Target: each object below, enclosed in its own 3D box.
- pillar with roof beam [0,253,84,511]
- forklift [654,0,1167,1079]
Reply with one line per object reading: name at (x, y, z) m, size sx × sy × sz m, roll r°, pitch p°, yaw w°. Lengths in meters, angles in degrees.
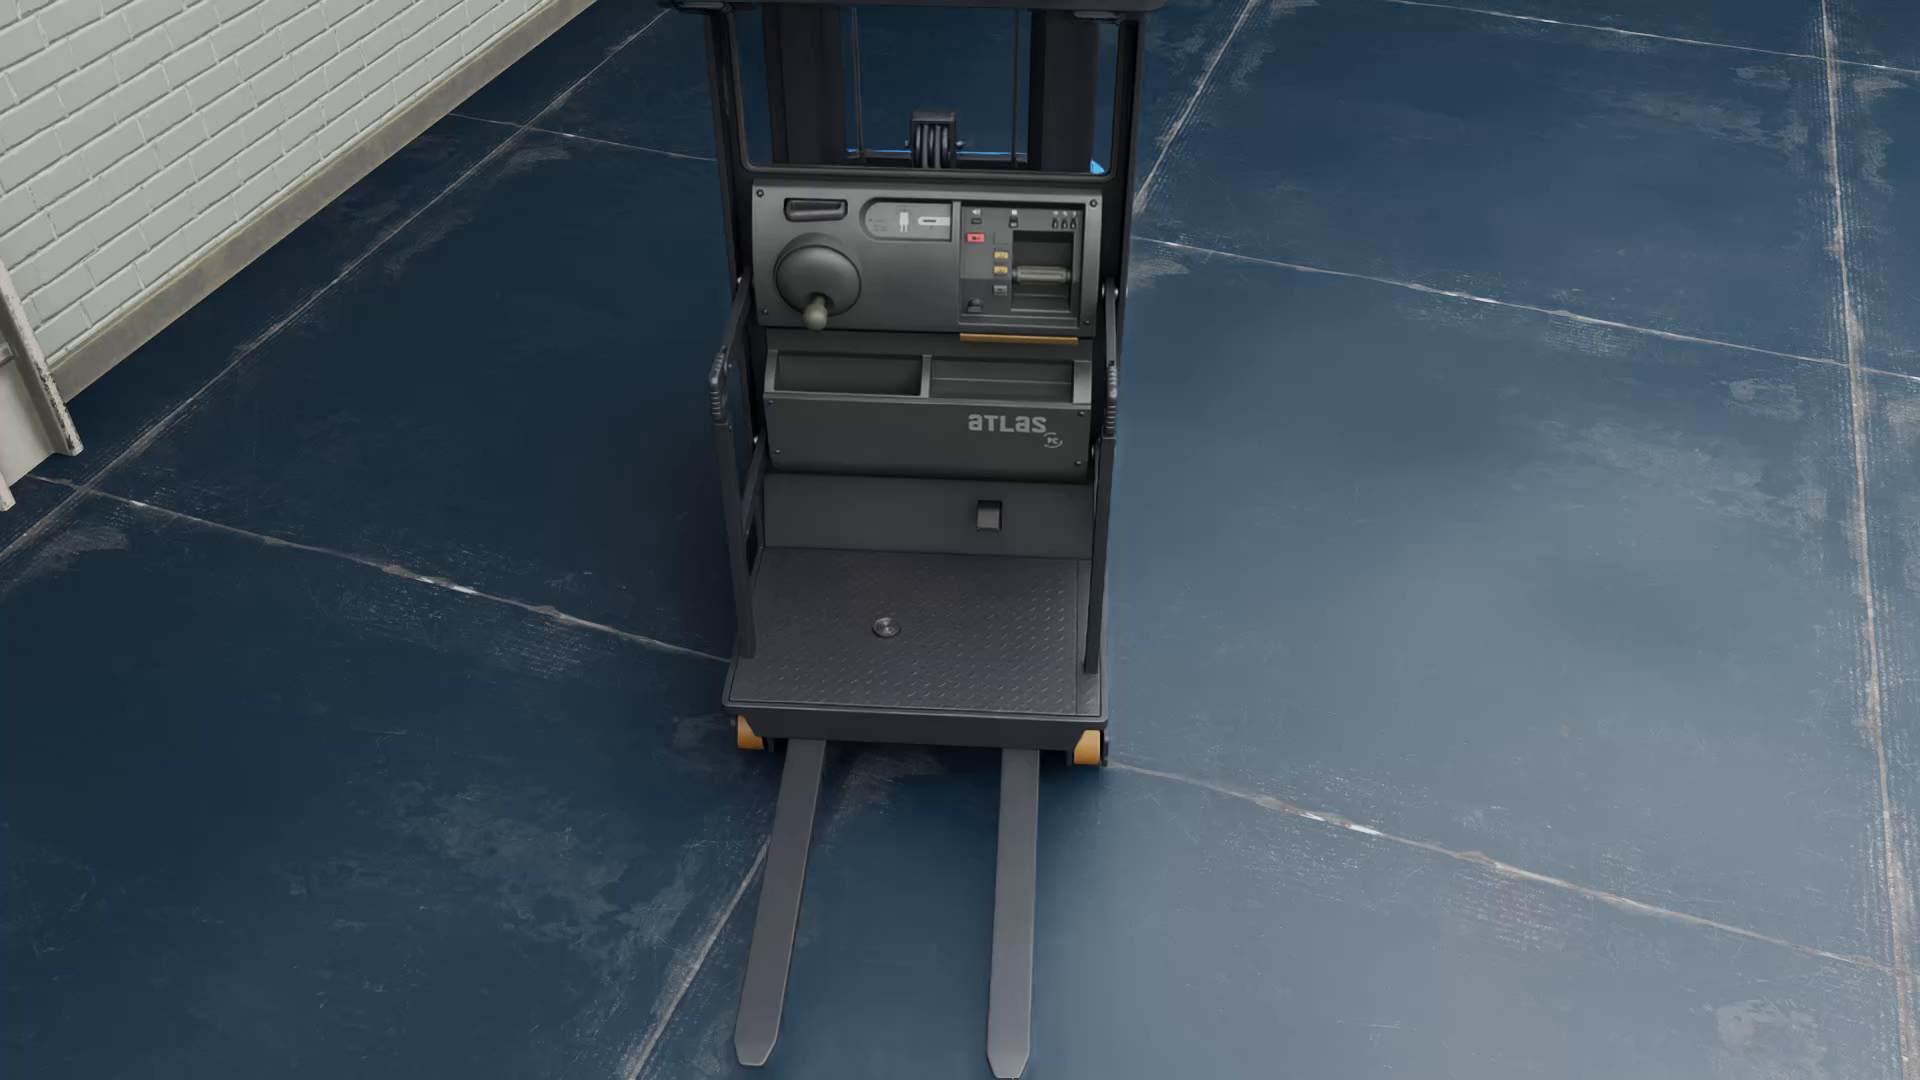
pillar with roof beam at (0.598, -2.723, 2.008) m, size 9.100 × 9.000 × 0.400 m, roll 13°, pitch 42°, yaw 15°
forklift at (-0.102, -0.668, 4.275) m, size 1.130 × 2.935 × 3.031 m, roll 2°, pitch 41°, yaw 3°
